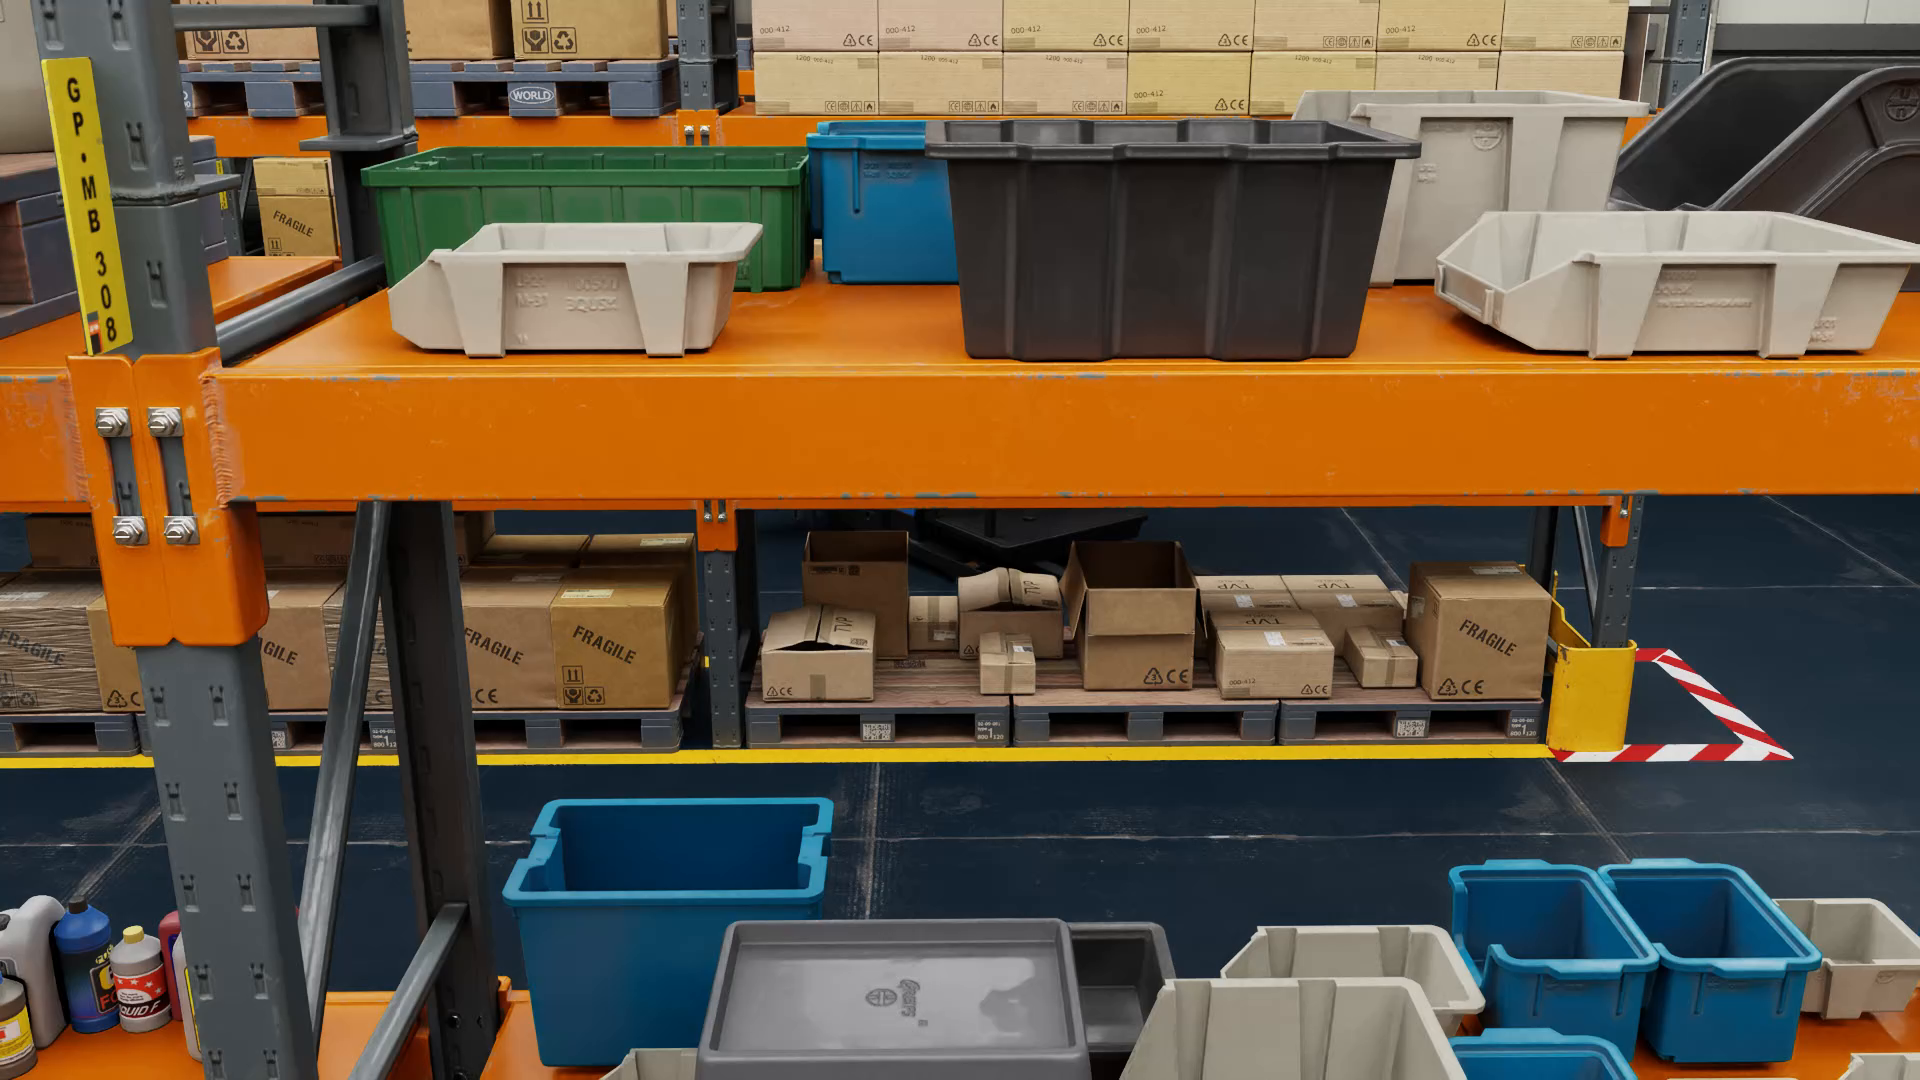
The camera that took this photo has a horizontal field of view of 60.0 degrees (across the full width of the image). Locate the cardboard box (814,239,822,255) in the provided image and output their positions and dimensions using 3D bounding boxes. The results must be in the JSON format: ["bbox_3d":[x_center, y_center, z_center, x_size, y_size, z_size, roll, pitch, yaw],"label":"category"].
[{"bbox_3d":[-0.595,-1.066,7.160,0.500,0.500,0.500,0,18,1],"label":"cardboard box"}]

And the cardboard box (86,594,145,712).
[{"bbox_3d":[-3.586,0.454,7.594,0.500,0.500,0.500,-1,18,-2],"label":"cardboard box"}]

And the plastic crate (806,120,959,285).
[{"bbox_3d":[-0.091,-0.564,2.758,0.300,0.233,0.416,0,18,-1],"label":"plastic crate"}]

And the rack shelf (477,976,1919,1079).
[{"bbox_3d":[1.004,1.219,3.013,4.000,0.370,1.077,0,18,-1],"label":"rack shelf"}]

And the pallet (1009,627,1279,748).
[{"bbox_3d":[0.839,0.692,8.046,1.213,0.211,1.003,0,18,-1],"label":"pallet"}]

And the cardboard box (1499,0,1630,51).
[{"bbox_3d":[2.419,-2.160,6.887,0.500,0.250,0.500,0,18,-1],"label":"cardboard box"}]

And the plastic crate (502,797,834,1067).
[{"bbox_3d":[-0.535,0.759,3.198,0.575,0.384,0.392,0,18,-1],"label":"plastic crate"}]

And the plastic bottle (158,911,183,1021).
[{"bbox_3d":[-1.503,0.814,3.290,0.133,0.283,0.061,0,18,-1],"label":"plastic bottle"}]

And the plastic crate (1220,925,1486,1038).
[{"bbox_3d":[0.740,0.883,3.217,0.466,0.136,0.293,0,18,-1],"label":"plastic crate"}]

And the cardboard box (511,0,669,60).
[{"bbox_3d":[-1.575,-2.370,7.099,0.600,0.600,0.600,-2,18,-6],"label":"cardboard box"}]

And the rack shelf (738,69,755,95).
[{"bbox_3d":[-3.152,-3.215,11.927,4.000,0.370,1.077,0,18,-1],"label":"rack shelf"}]

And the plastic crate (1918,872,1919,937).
[{"bbox_3d":[2.093,0.822,3.250,0.300,0.233,0.416,0,18,-1],"label":"plastic crate"}]

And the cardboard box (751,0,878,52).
[{"bbox_3d":[-0.581,-2.148,6.848,0.500,0.250,0.500,0,18,-1],"label":"cardboard box"}]

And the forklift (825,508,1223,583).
[{"bbox_3d":[0.407,-1.225,9.569,1.130,2.935,3.031,-13,22,-35],"label":"forklift"}]

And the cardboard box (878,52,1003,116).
[{"bbox_3d":[-0.081,-1.911,6.929,0.500,0.250,0.500,0,18,-1],"label":"cardboard box"}]

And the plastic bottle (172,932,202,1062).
[{"bbox_3d":[-1.394,0.813,3.183,0.185,0.351,0.144,0,18,-1],"label":"plastic bottle"}]

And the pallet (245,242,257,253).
[{"bbox_3d":[-5.863,-1.993,12.163,1.003,0.211,1.213,0,18,-1],"label":"pallet"}]

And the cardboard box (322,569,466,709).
[{"bbox_3d":[-2.555,0.446,7.617,0.500,0.500,0.500,0,18,0],"label":"cardboard box"}]

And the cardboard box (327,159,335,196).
[{"bbox_3d":[-4.157,-2.602,11.837,0.500,0.250,0.500,-1,18,-2],"label":"cardboard box"}]

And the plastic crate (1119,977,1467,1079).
[{"bbox_3d":[0.533,0.963,2.730,0.530,0.282,0.437,0,18,-1],"label":"plastic crate"}]

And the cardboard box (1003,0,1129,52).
[{"bbox_3d":[0.420,-2.150,6.854,0.500,0.250,0.500,0,18,-1],"label":"cardboard box"}]

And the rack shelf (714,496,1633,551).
[{"bbox_3d":[0.929,-0.293,7.729,4.000,0.370,1.077,0,18,-1],"label":"rack shelf"}]

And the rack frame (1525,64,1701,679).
[{"bbox_3d":[2.929,-0.646,7.649,0.127,3.000,1.000,0,18,-1],"label":"rack frame"}]

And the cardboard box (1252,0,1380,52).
[{"bbox_3d":[1.419,-2.156,6.876,0.500,0.250,0.500,0,18,-1],"label":"cardboard box"}]

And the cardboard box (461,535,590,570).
[{"bbox_3d":[-2.091,0.288,8.110,0.500,0.500,0.500,0,18,0],"label":"cardboard box"}]

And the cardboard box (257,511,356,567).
[{"bbox_3d":[-3.060,-0.067,7.991,0.500,0.250,0.500,-1,18,-2],"label":"cardboard box"}]

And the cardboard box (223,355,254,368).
[{"bbox_3d":[-3.525,-0.838,7.398,0.500,0.500,0.700,3,18,10],"label":"cardboard box"}]

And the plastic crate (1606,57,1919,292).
[{"bbox_3d":[1.471,-0.608,2.723,0.767,0.338,0.504,0,18,-1],"label":"plastic crate"}]

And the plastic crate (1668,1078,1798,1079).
[{"bbox_3d":[1.327,1.036,2.740,0.250,0.136,0.298,0,18,-1],"label":"plastic crate"}]

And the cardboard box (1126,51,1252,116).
[{"bbox_3d":[0.919,-1.917,6.946,0.500,0.250,0.500,0,18,-1],"label":"cardboard box"}]

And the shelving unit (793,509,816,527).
[{"bbox_3d":[-1.205,-0.639,10.574,0.503,1.200,0.258,-14,23,-38],"label":"shelving unit"}]

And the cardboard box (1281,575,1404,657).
[{"bbox_3d":[1.881,0.373,8.257,0.500,0.250,0.500,0,18,-1],"label":"cardboard box"}]

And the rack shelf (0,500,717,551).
[{"bbox_3d":[-3.070,-0.274,7.669,4.000,0.370,1.077,0,18,-1],"label":"rack shelf"}]

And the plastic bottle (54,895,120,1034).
[{"bbox_3d":[-1.715,0.827,3.271,0.097,0.271,0.097,0,18,0],"label":"plastic bottle"}]

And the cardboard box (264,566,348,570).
[{"bbox_3d":[-3.097,0.291,8.103,0.500,0.500,0.500,-1,18,-3],"label":"cardboard box"}]

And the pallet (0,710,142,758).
[{"bbox_3d":[-4.323,0.729,7.930,1.213,0.211,1.003,0,18,-1],"label":"pallet"}]

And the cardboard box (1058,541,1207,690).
[{"bbox_3d":[0.808,0.342,7.937,0.637,0.503,0.797,0,18,-1],"label":"cardboard box"}]

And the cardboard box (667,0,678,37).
[{"bbox_3d":[-2.034,-3.854,11.856,0.500,0.500,0.700,-1,18,-4],"label":"cardboard box"}]

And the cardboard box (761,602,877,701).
[{"bbox_3d":[-0.648,0.509,7.733,0.500,0.311,0.500,0,18,-1],"label":"cardboard box"}]

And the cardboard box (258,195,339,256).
[{"bbox_3d":[-4.662,-2.243,11.945,0.500,0.500,0.500,0,18,1],"label":"cardboard box"}]

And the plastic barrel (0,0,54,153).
[{"bbox_3d":[-1.526,-0.880,2.561,0.433,0.535,0.433,0,18,0],"label":"plastic barrel"}]

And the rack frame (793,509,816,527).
[{"bbox_3d":[-1.019,-0.687,10.724,0.015,1.200,0.240,-14,23,-38],"label":"rack frame"}]

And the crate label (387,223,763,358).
[{"bbox_3d":[-0.502,-0.330,2.188,0.466,0.136,0.293,0,18,-1],"label":"crate label"}]

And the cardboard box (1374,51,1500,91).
[{"bbox_3d":[1.919,-1.920,6.958,0.500,0.250,0.500,0,18,-1],"label":"cardboard box"}]

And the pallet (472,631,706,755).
[{"bbox_3d":[-1.883,0.717,7.967,1.213,0.211,1.003,0,18,-1],"label":"pallet"}]

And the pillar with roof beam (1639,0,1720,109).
[{"bbox_3d":[5.601,-3.978,8.215,0.400,9.000,9.100,0,18,-1],"label":"pillar with roof beam"}]

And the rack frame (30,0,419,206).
[{"bbox_3d":[-0.996,-1.970,1.957,0.127,3.000,1.000,0,18,-1],"label":"rack frame"}]

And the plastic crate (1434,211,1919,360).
[{"bbox_3d":[0.941,-0.350,2.248,0.530,0.136,0.437,0,18,-1],"label":"plastic crate"}]

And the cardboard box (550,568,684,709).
[{"bbox_3d":[-1.560,0.444,7.624,0.500,0.500,0.500,0,18,-1],"label":"cardboard box"}]

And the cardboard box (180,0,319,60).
[{"bbox_3d":[-2.909,-2.363,7.076,0.600,0.600,0.600,-1,18,-3],"label":"cardboard box"}]

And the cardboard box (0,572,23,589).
[{"bbox_3d":[-4.611,0.459,7.578,0.500,0.500,0.500,0,18,1],"label":"cardboard box"}]

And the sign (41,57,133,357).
[{"bbox_3d":[-0.989,-0.378,1.890,0.005,0.325,0.100,0,18,-1],"label":"sign"}]

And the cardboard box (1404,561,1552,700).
[{"bbox_3d":[2.389,0.413,7.721,0.500,0.500,0.500,0,18,-1],"label":"cardboard box"}]

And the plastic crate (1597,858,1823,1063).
[{"bbox_3d":[1.435,0.825,3.240,0.300,0.233,0.416,0,18,-1],"label":"plastic crate"}]

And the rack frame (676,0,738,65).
[{"bbox_3d":[-1.071,-3.483,6.673,0.127,3.000,1.000,0,18,-1],"label":"rack frame"}]

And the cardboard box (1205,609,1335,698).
[{"bbox_3d":[1.439,0.527,7.774,0.500,0.250,0.500,0,18,-1],"label":"cardboard box"}]

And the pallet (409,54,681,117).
[{"bbox_3d":[-1.724,-1.983,7.217,1.003,0.211,1.213,0,18,-1],"label":"pallet"}]

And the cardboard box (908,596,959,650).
[{"bbox_3d":[-0.131,0.412,8.299,0.250,0.149,0.380,0,18,-1],"label":"cardboard box"}]

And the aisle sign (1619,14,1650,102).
[{"bbox_3d":[2.992,-1.973,7.533,0.004,0.787,0.394,0,18,-1],"label":"aisle sign"}]

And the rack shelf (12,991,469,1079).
[{"bbox_3d":[-2.996,1.239,2.953,4.000,0.370,1.077,0,18,-1],"label":"rack shelf"}]
